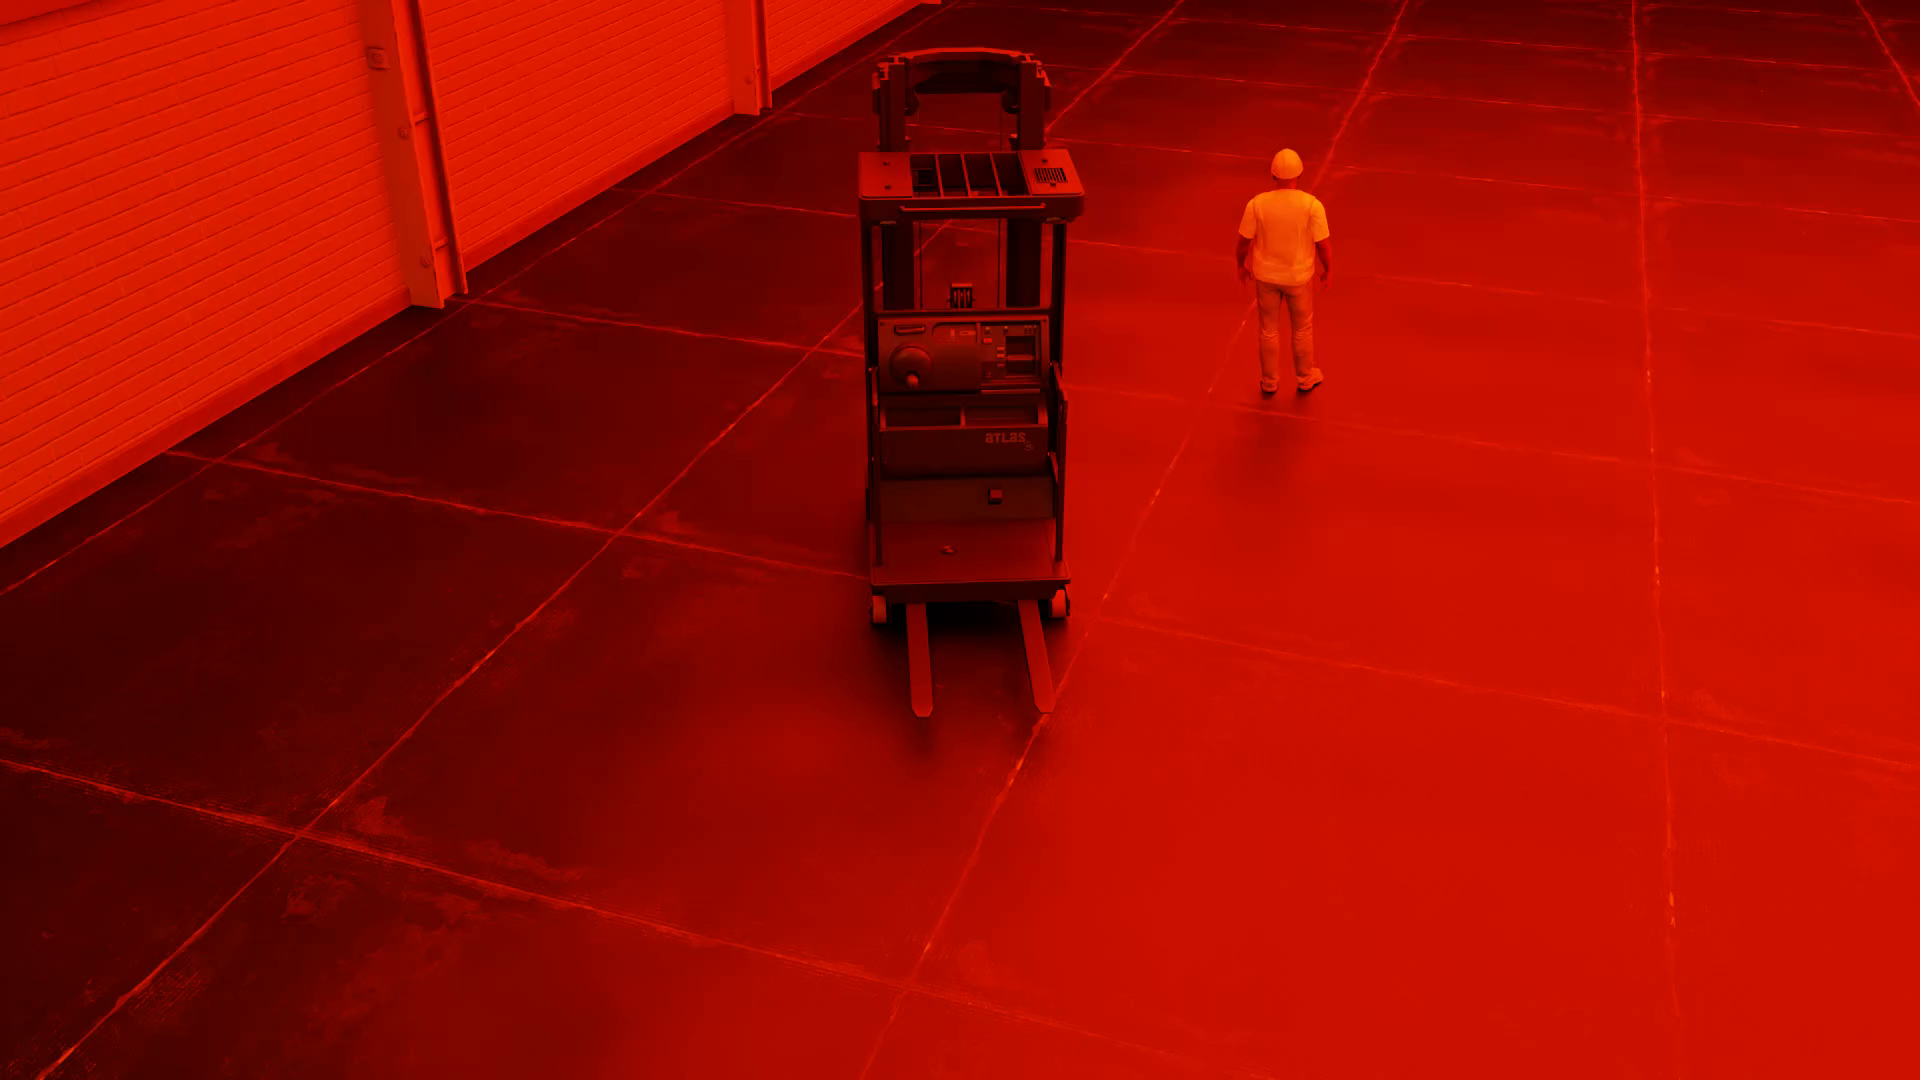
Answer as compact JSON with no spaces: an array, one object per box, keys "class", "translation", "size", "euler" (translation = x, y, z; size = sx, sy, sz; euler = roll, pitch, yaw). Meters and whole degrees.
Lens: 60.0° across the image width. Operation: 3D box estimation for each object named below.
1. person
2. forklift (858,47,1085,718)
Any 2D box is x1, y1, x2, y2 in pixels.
[{"class":"person","translation":[2.271,-1.885,11.604],"size":[0.665,1.768,0.575],"euler":[10,31,17]},{"class":"forklift","translation":[0.035,-0.972,8.842],"size":[1.130,2.935,3.031],"euler":[-2,30,-3]}]
